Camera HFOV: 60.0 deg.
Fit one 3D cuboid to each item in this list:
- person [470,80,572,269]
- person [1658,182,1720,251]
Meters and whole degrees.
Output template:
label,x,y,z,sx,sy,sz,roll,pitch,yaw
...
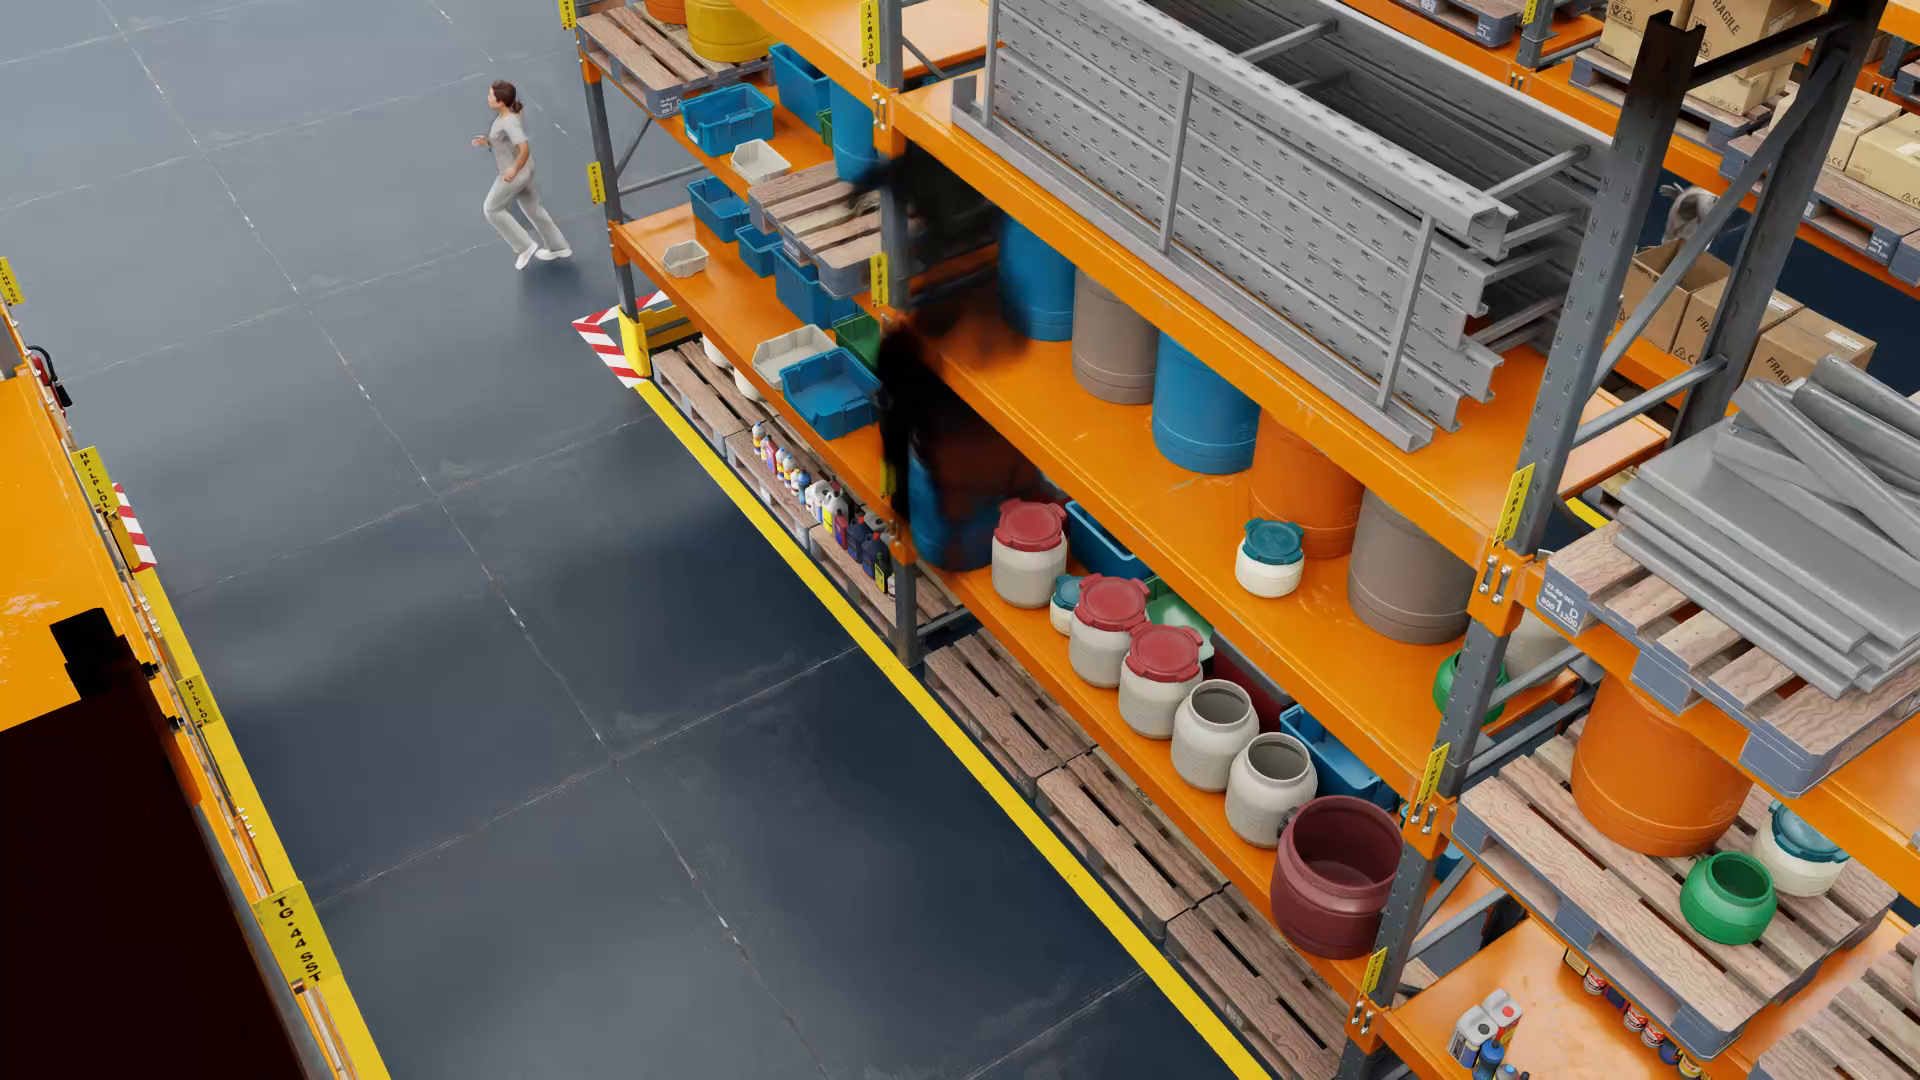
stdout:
label,x,y,z,sx,sy,sz,roll,pitch,yaw
person,-3.693,-3.023,13.827,0.699,1.684,0.540,2,43,2
person,5.581,-2.216,12.823,0.642,1.829,0.850,-31,51,-29
